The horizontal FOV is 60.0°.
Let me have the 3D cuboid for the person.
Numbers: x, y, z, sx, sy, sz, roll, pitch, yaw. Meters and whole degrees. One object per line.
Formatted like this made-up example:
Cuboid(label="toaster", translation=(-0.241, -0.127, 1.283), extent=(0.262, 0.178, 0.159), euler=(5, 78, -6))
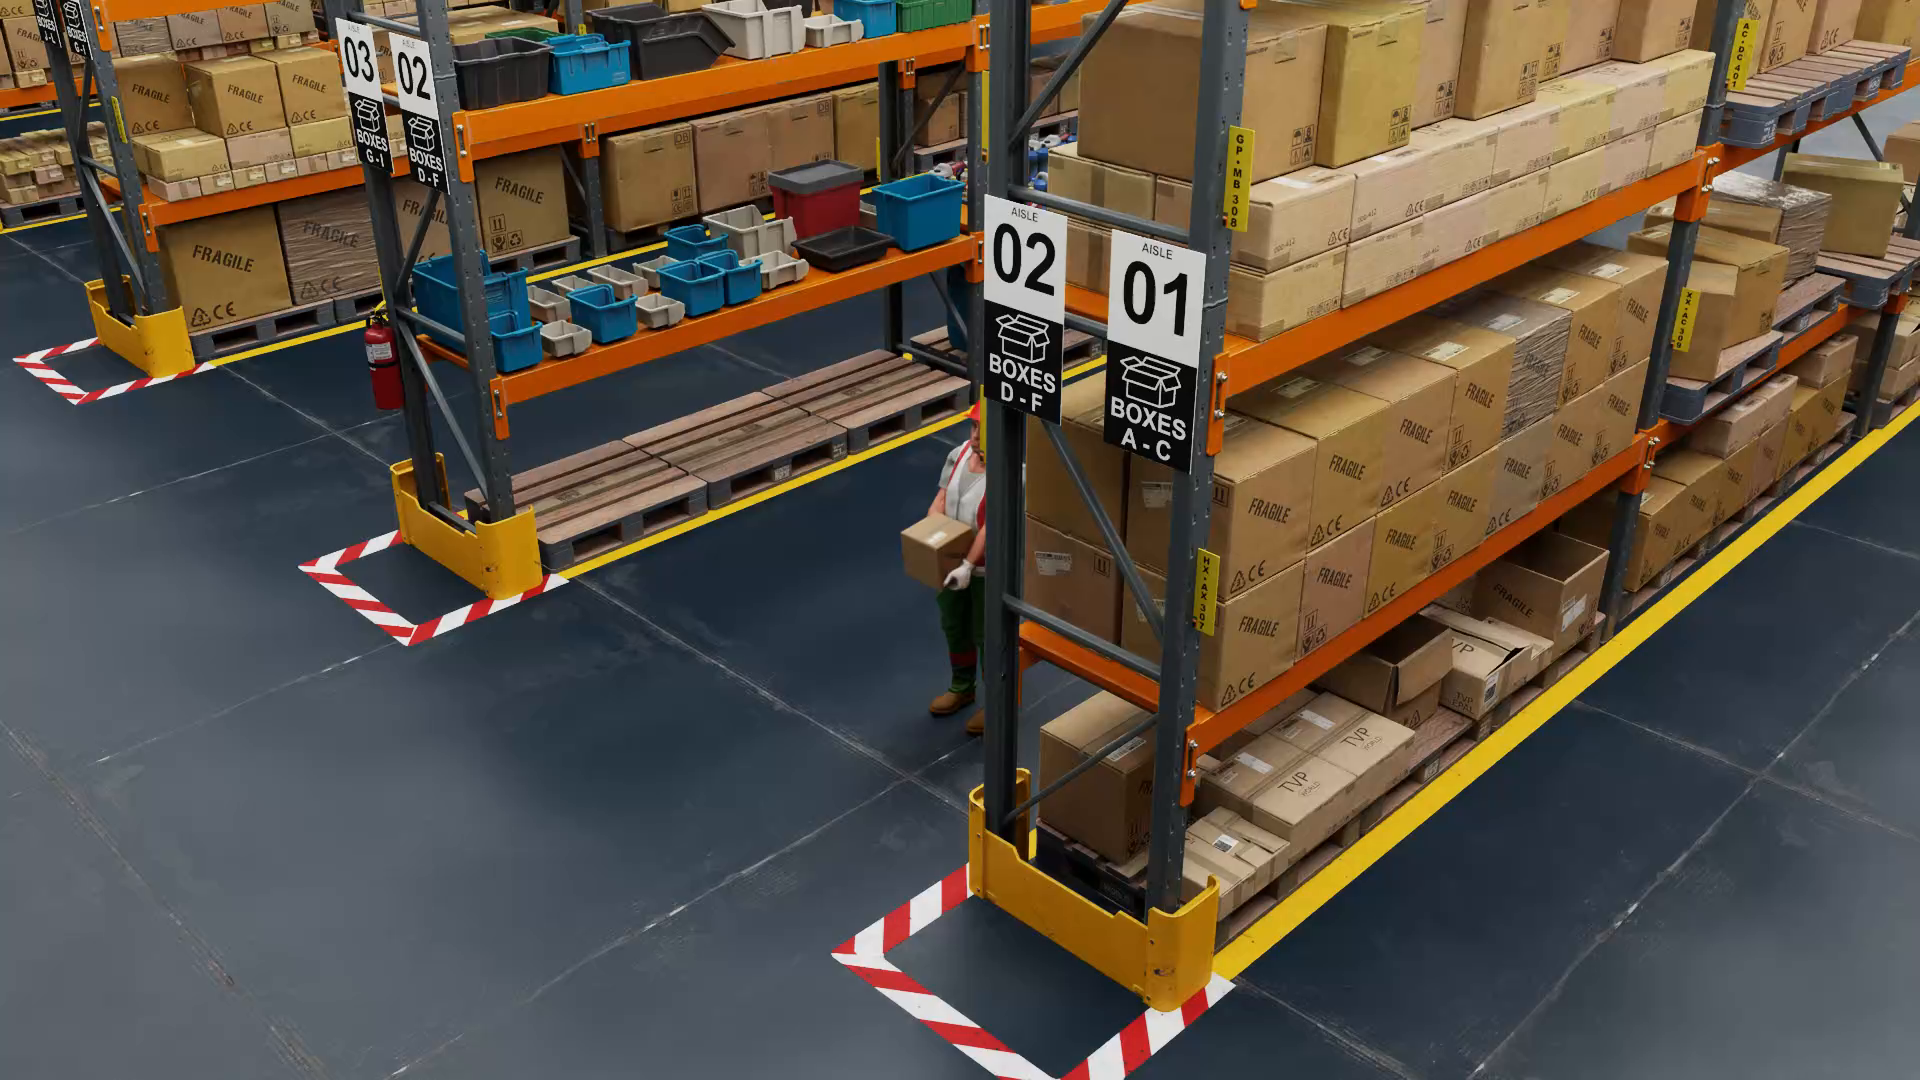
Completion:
Cuboid(label="person", translation=(0.032, 0.152, 8.308), extent=(0.494, 1.783, 0.563), euler=(25, 36, 39))
